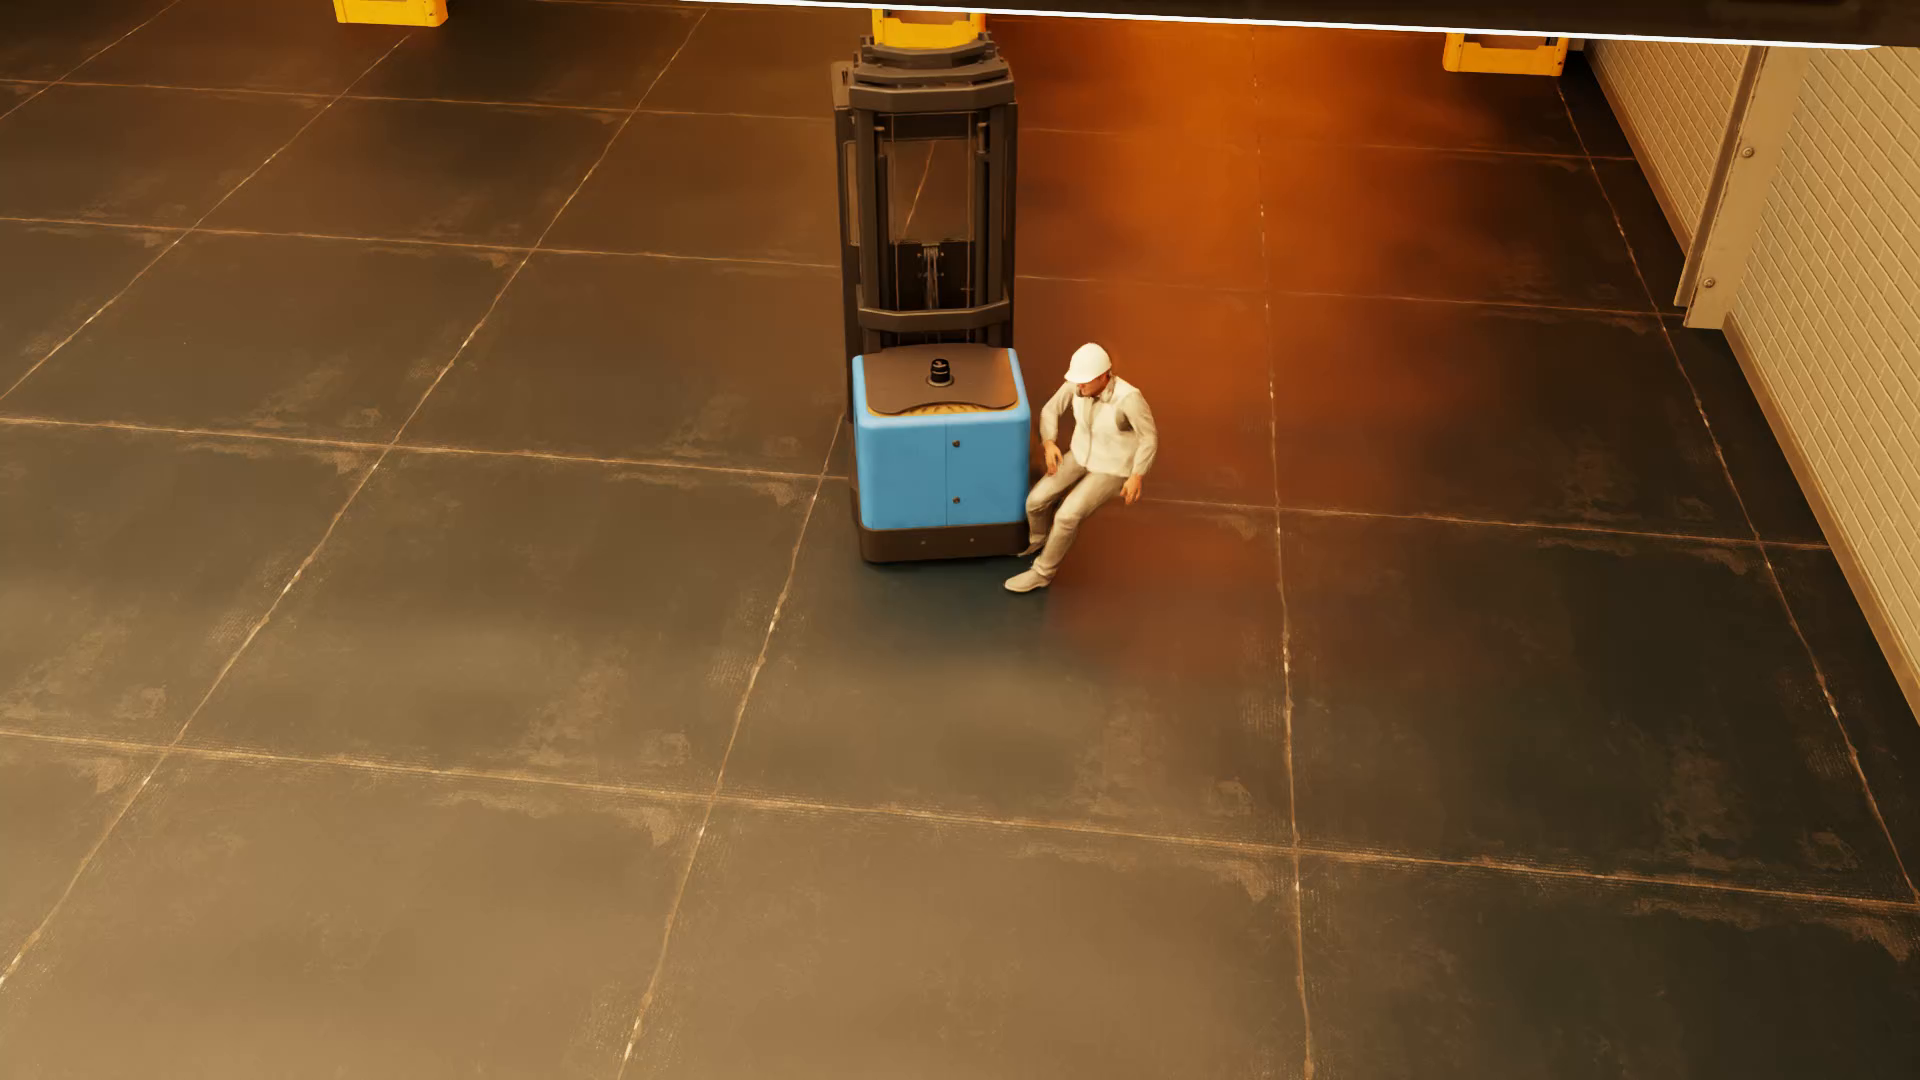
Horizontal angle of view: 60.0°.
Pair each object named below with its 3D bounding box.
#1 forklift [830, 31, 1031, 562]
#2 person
[{"bbox_3d":[-0.225,-1.903,10.611,1.130,2.935,3.031,-3,37,-4],"label":"forklift"},{"bbox_3d":[0.672,-0.418,9.851,0.784,1.565,0.921,27,44,32],"label":"person"}]
